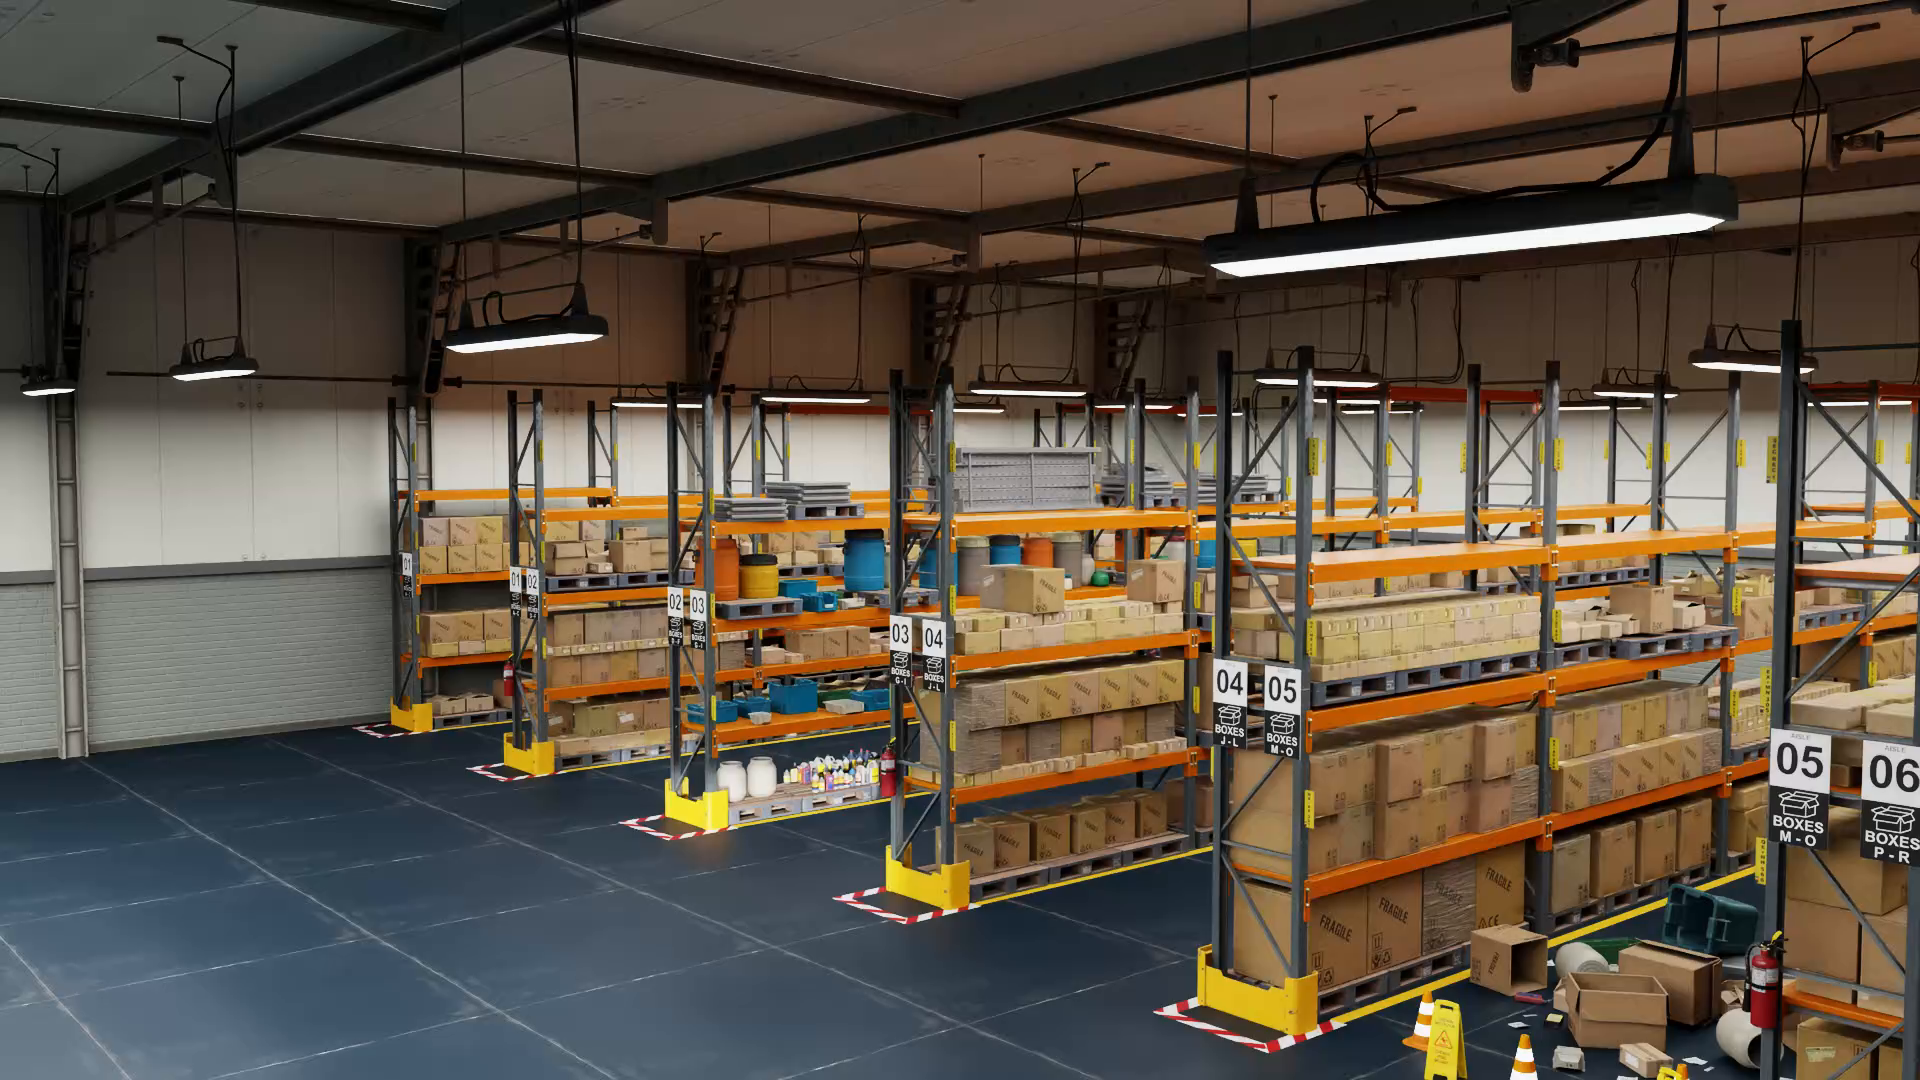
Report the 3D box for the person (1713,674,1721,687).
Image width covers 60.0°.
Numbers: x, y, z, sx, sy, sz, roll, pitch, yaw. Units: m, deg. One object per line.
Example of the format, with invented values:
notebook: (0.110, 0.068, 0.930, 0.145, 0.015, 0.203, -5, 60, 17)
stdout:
person: (11.167, 2.855, 24.416, 1.109, 1.776, 0.734, -3, 4, -42)
